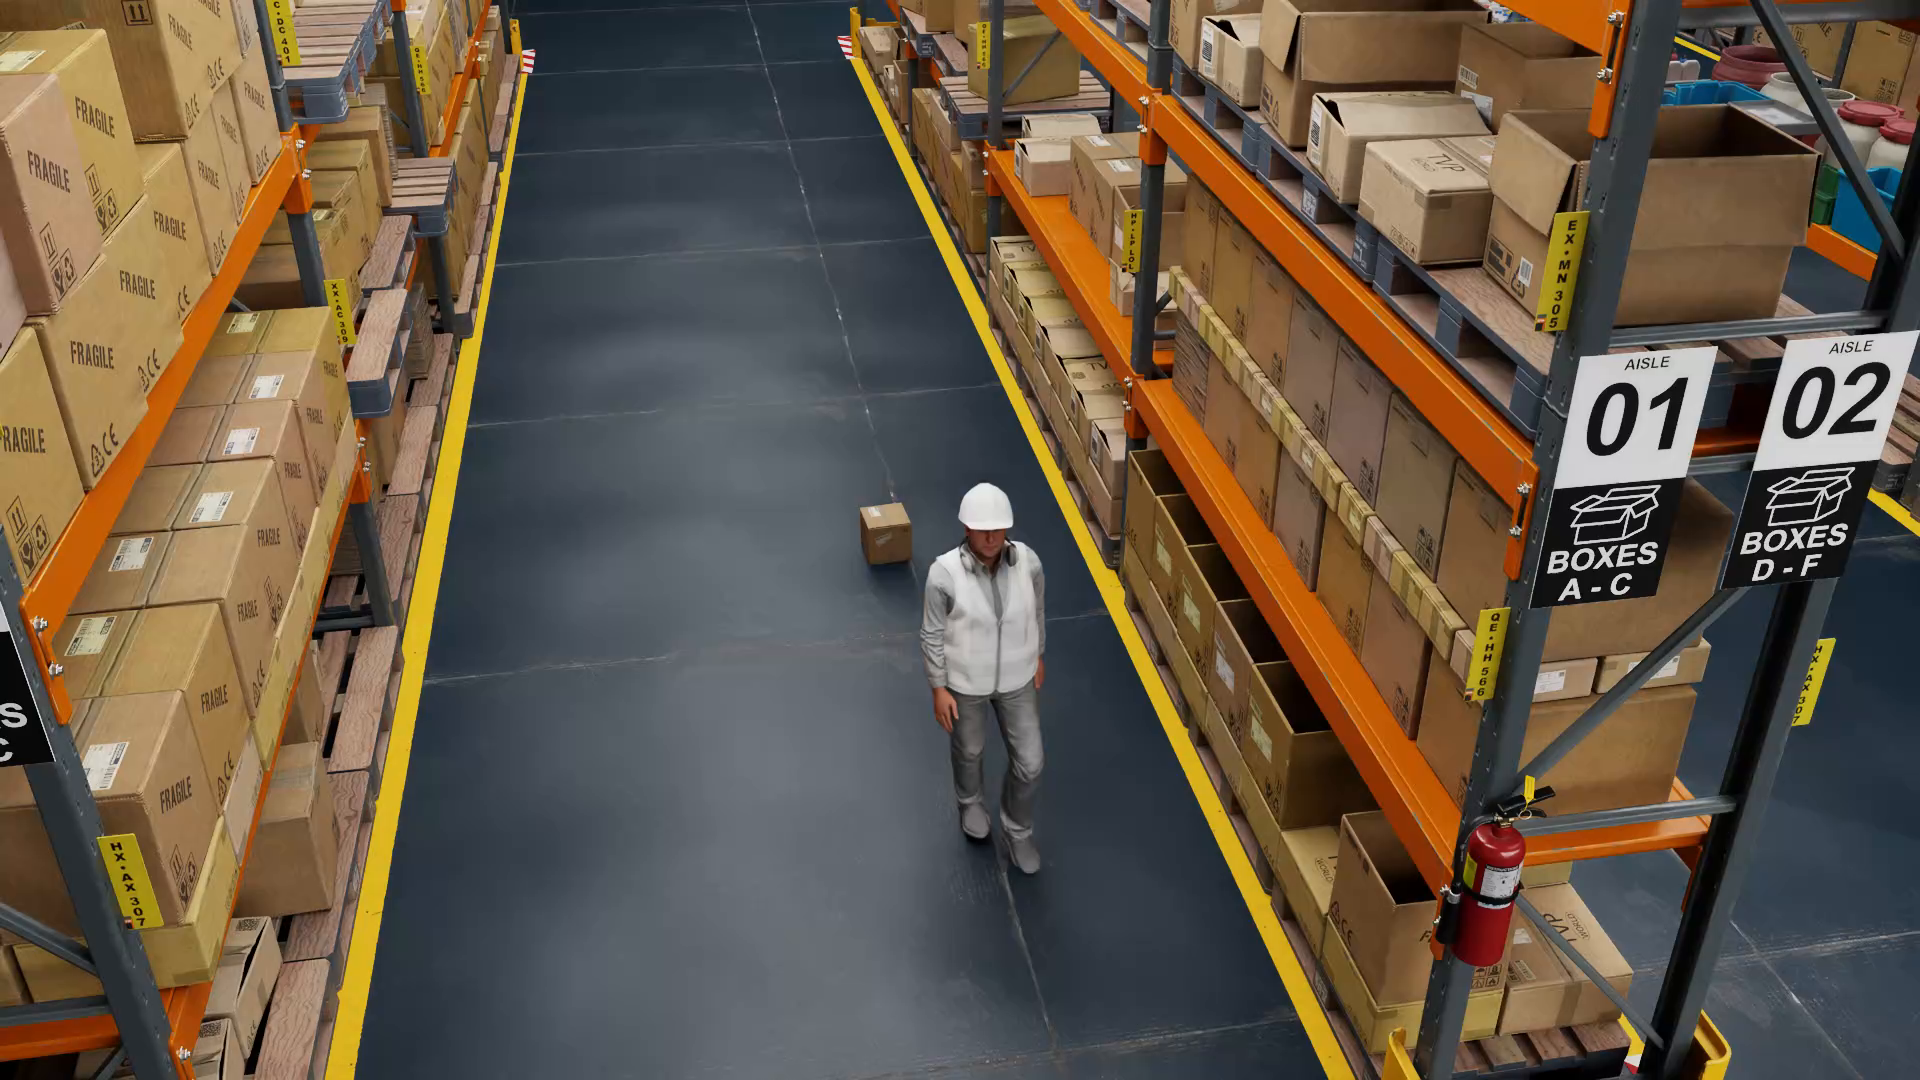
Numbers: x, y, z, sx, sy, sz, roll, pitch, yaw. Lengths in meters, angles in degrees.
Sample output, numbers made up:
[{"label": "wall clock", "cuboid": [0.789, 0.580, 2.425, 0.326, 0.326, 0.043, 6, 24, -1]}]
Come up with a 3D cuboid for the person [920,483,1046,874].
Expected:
[{"label": "person", "cuboid": [0.115, 0.610, 7.104, 0.570, 1.842, 0.553, -7, 31, -12]}]
